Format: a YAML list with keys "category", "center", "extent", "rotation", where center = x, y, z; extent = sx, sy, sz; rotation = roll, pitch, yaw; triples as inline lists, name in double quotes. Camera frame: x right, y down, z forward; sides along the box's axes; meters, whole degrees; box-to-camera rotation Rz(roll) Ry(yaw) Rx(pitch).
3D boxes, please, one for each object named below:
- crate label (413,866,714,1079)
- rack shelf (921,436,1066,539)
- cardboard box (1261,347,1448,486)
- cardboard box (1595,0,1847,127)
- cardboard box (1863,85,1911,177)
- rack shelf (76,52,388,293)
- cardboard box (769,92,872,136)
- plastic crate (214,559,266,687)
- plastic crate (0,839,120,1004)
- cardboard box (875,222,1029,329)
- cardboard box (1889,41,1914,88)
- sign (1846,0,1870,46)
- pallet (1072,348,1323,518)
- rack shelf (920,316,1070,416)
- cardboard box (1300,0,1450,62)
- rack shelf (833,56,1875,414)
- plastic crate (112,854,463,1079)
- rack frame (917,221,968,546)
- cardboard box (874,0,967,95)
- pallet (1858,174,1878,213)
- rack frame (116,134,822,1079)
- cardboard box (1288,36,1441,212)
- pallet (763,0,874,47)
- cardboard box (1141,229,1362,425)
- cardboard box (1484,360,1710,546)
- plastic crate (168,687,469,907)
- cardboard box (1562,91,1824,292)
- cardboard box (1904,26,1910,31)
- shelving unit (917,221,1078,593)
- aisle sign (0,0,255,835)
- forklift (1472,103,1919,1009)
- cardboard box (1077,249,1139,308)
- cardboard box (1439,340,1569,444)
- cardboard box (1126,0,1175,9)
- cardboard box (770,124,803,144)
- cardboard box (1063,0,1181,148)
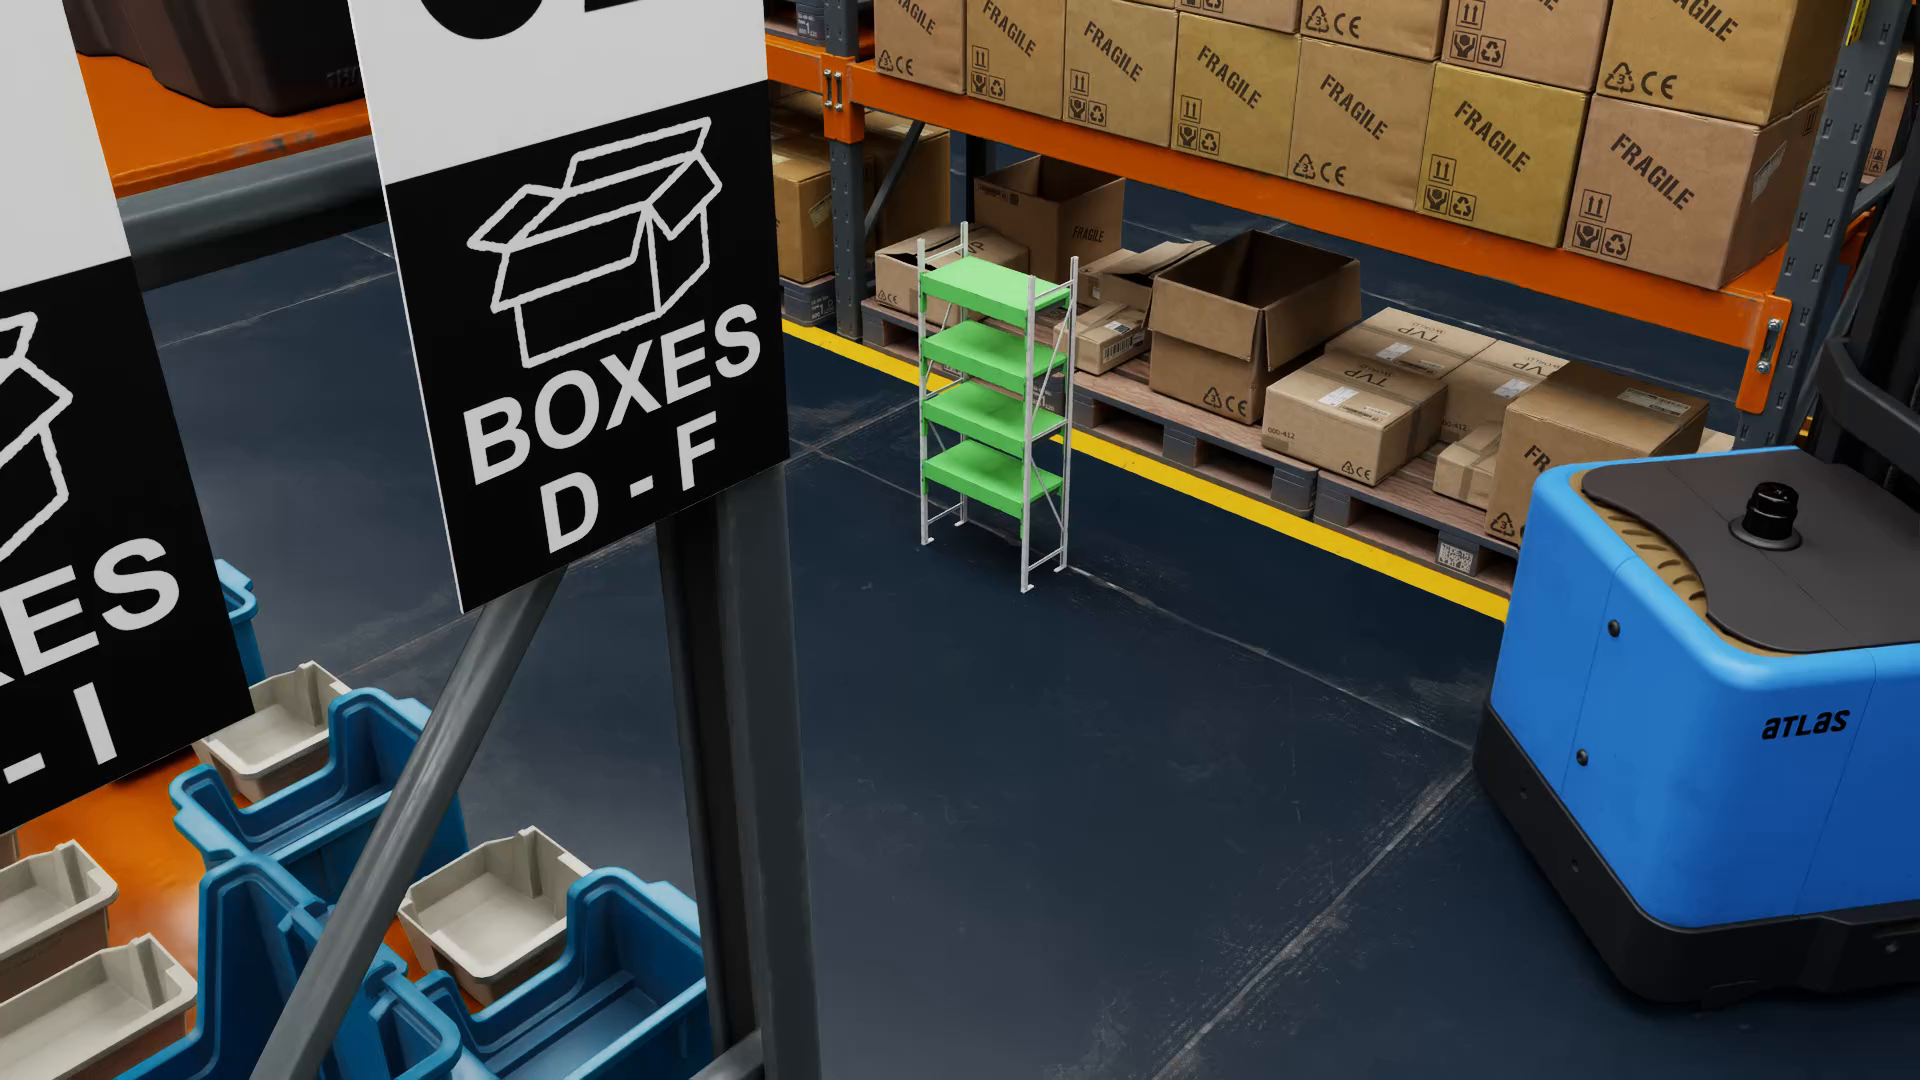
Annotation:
- category: "crate label"
  center: [-0.525, 0.690, 2.300]
  extent: [0.303, 0.233, 0.416]
  rotation: [25, 39, 35]
- category: "rack shelf"
  center: [0.123, -0.196, 6.002]
  extent: [0.480, 0.148, 0.258]
  rotation: [25, 39, 35]
- category: "cardboard box"
  center: [1.512, -0.483, 6.383]
  extent: [0.500, 0.250, 0.500]
  rotation: [25, 39, 35]
- category: "cardboard box"
  center: [2.250, -1.558, 4.863]
  extent: [0.500, 0.500, 0.500]
  rotation: [25, 39, 35]
- category: "cardboard box"
  center: [5.128, -2.420, 9.377]
  extent: [0.500, 0.500, 0.700]
  rotation: [25, 39, 35]
- category: "rack shelf"
  center: [-2.045, -0.814, 2.483]
  extent: [4.000, 0.370, 1.077]
  rotation: [25, 39, 35]
- category: "cardboard box"
  center: [-0.800, -1.981, 8.629]
  extent: [0.500, 0.500, 0.500]
  rotation: [26, 39, 36]
- category: "plastic crate"
  center: [-1.501, 0.234, 3.057]
  extent: [0.300, 0.233, 0.416]
  rotation: [25, 39, 35]
- category: "plastic crate"
  center: [-1.494, 0.623, 2.504]
  extent: [0.243, 0.136, 0.396]
  rotation: [25, 39, 35]
- category: "cardboard box"
  center: [-0.035, -1.231, 7.567]
  extent: [0.500, 0.311, 0.500]
  rotation: [25, 39, 35]
- category: "cardboard box"
  center: [5.092, -2.587, 9.027]
  extent: [0.250, 0.149, 0.380]
  rotation: [26, 40, 36]
- category: "sign"
  center: [2.377, -1.464, 4.345]
  extent: [0.005, 0.325, 0.100]
  rotation: [25, 39, 35]
- category: "pallet"
  center: [1.216, -0.567, 6.988]
  extent: [1.213, 0.211, 1.003]
  rotation: [25, 39, 35]
- category: "rack shelf"
  center: [0.123, -0.608, 5.755]
  extent: [0.480, 0.148, 0.258]
  rotation: [25, 39, 35]
- category: "cardboard box"
  center: [1.487, -1.910, 5.448]
  extent: [0.500, 0.500, 0.500]
  rotation: [26, 40, 36]
- category: "rack shelf"
  center: [1.281, -1.422, 6.401]
  extent: [4.000, 0.370, 1.077]
  rotation: [25, 39, 35]
- category: "plastic crate"
  center: [-0.936, 0.770, 1.971]
  extent: [0.499, 0.435, 0.616]
  rotation: [25, 39, 35]
- category: "rack frame"
  center: [-0.058, -0.541, 5.986]
  extent: [0.015, 1.200, 0.240]
  rotation: [25, 39, 35]
- category: "cardboard box"
  center: [-0.006, -2.185, 6.873]
  extent: [0.500, 0.500, 0.500]
  rotation: [26, 40, 36]
- category: "pallet"
  center: [5.440, -1.986, 9.344]
  extent: [1.213, 0.211, 1.003]
  rotation: [25, 39, 35]
- category: "rack frame"
  center: [-0.565, 0.856, 1.919]
  extent: [0.053, 2.616, 0.949]
  rotation: [25, 39, 35]
- category: "cardboard box"
  center: [1.496, -1.485, 5.711]
  extent: [0.500, 0.500, 0.500]
  rotation: [25, 39, 35]
- category: "pallet"
  center: [-0.721, -2.658, 7.944]
  extent: [1.213, 0.211, 1.003]
  rotation: [25, 39, 35]
- category: "cardboard box"
  center: [1.195, -0.893, 6.819]
  extent: [0.637, 0.503, 0.797]
  rotation: [25, 39, 35]
- category: "cardboard box"
  center: [2.196, -0.249, 5.753]
  extent: [0.500, 0.500, 0.500]
  rotation: [25, 39, 35]
- category: "plastic crate"
  center: [-1.013, 0.462, 2.679]
  extent: [0.300, 0.233, 0.416]
  rotation: [25, 39, 35]
- category: "cardboard box"
  center: [2.249, -1.132, 5.125]
  extent: [0.500, 0.500, 0.500]
  rotation: [26, 40, 36]
- category: "cardboard box"
  center: [5.165, -2.819, 9.413]
  extent: [0.250, 0.149, 0.380]
  rotation: [25, 39, 35]
- category: "shelving unit"
  center: [0.123, -0.457, 5.845]
  extent: [0.503, 1.200, 0.258]
  rotation: [25, 39, 35]
- category: "aisle sign"
  center: [-0.706, -0.122, 1.024]
  extent: [0.004, 0.787, 0.394]
  rotation: [25, 39, 35]
- category: "forklift"
  center: [3.100, -0.420, 4.106]
  extent: [3.031, 2.935, 1.130]
  rotation: [-5, 31, -8]
- category: "cardboard box"
  center: [0.730, -1.194, 7.662]
  extent: [0.250, 0.149, 0.380]
  rotation: [25, 39, 35]
- category: "cardboard box"
  center: [2.181, -0.518, 6.442]
  extent: [0.500, 0.250, 0.500]
  rotation: [25, 39, 35]
- category: "cardboard box"
  center: [0.723, -2.266, 6.040]
  extent: [0.500, 0.500, 0.500]
  rotation: [24, 38, 34]
- category: "cardboard box"
  center: [-1.121, -1.775, 8.288]
  extent: [0.500, 0.500, 0.500]
  rotation: [25, 39, 35]
- category: "cardboard box"
  center: [0.745, -1.835, 6.292]
  extent: [0.500, 0.500, 0.500]
  rotation: [25, 39, 35]
